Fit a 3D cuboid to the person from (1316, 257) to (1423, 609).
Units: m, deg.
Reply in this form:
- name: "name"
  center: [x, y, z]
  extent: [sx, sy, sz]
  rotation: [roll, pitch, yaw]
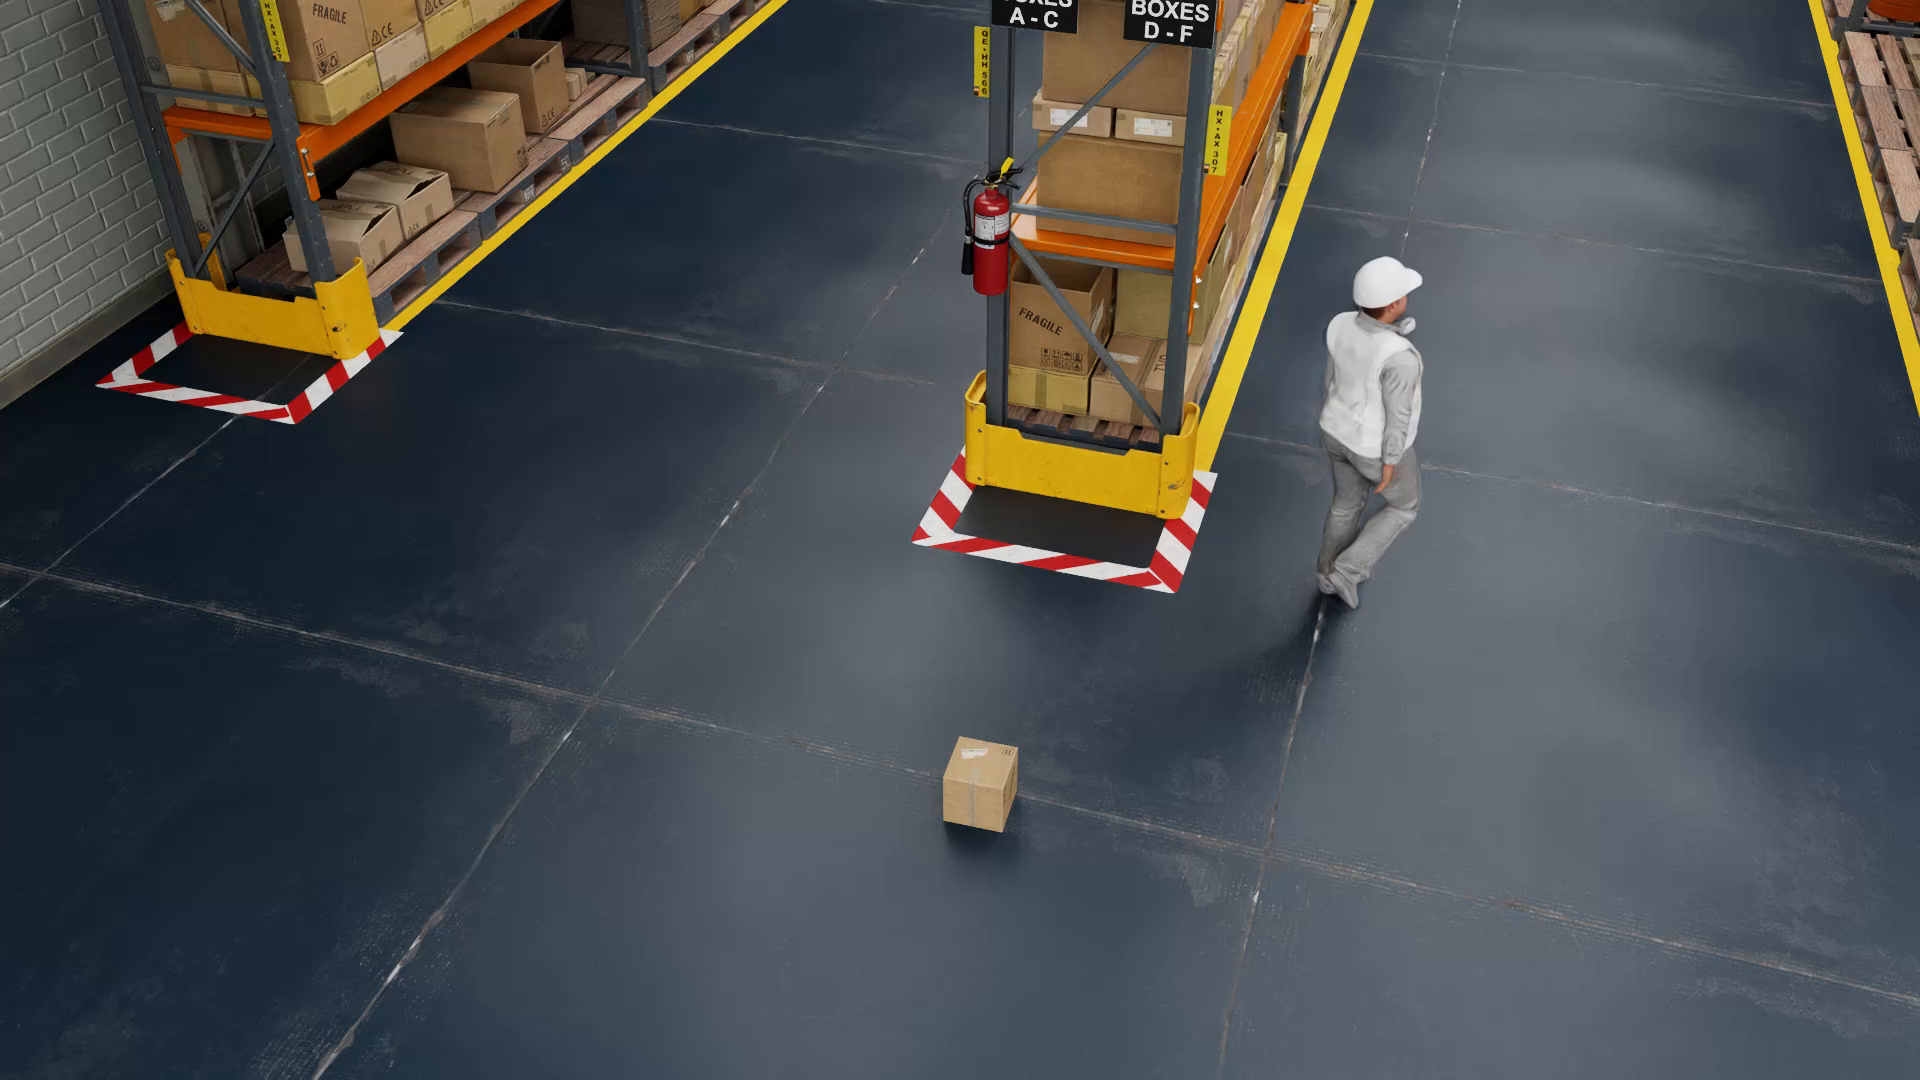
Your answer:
- name: "person"
  center: [1.848, -0.472, 7.474]
  extent: [0.469, 1.776, 0.524]
  rotation: [-21, 42, -26]
